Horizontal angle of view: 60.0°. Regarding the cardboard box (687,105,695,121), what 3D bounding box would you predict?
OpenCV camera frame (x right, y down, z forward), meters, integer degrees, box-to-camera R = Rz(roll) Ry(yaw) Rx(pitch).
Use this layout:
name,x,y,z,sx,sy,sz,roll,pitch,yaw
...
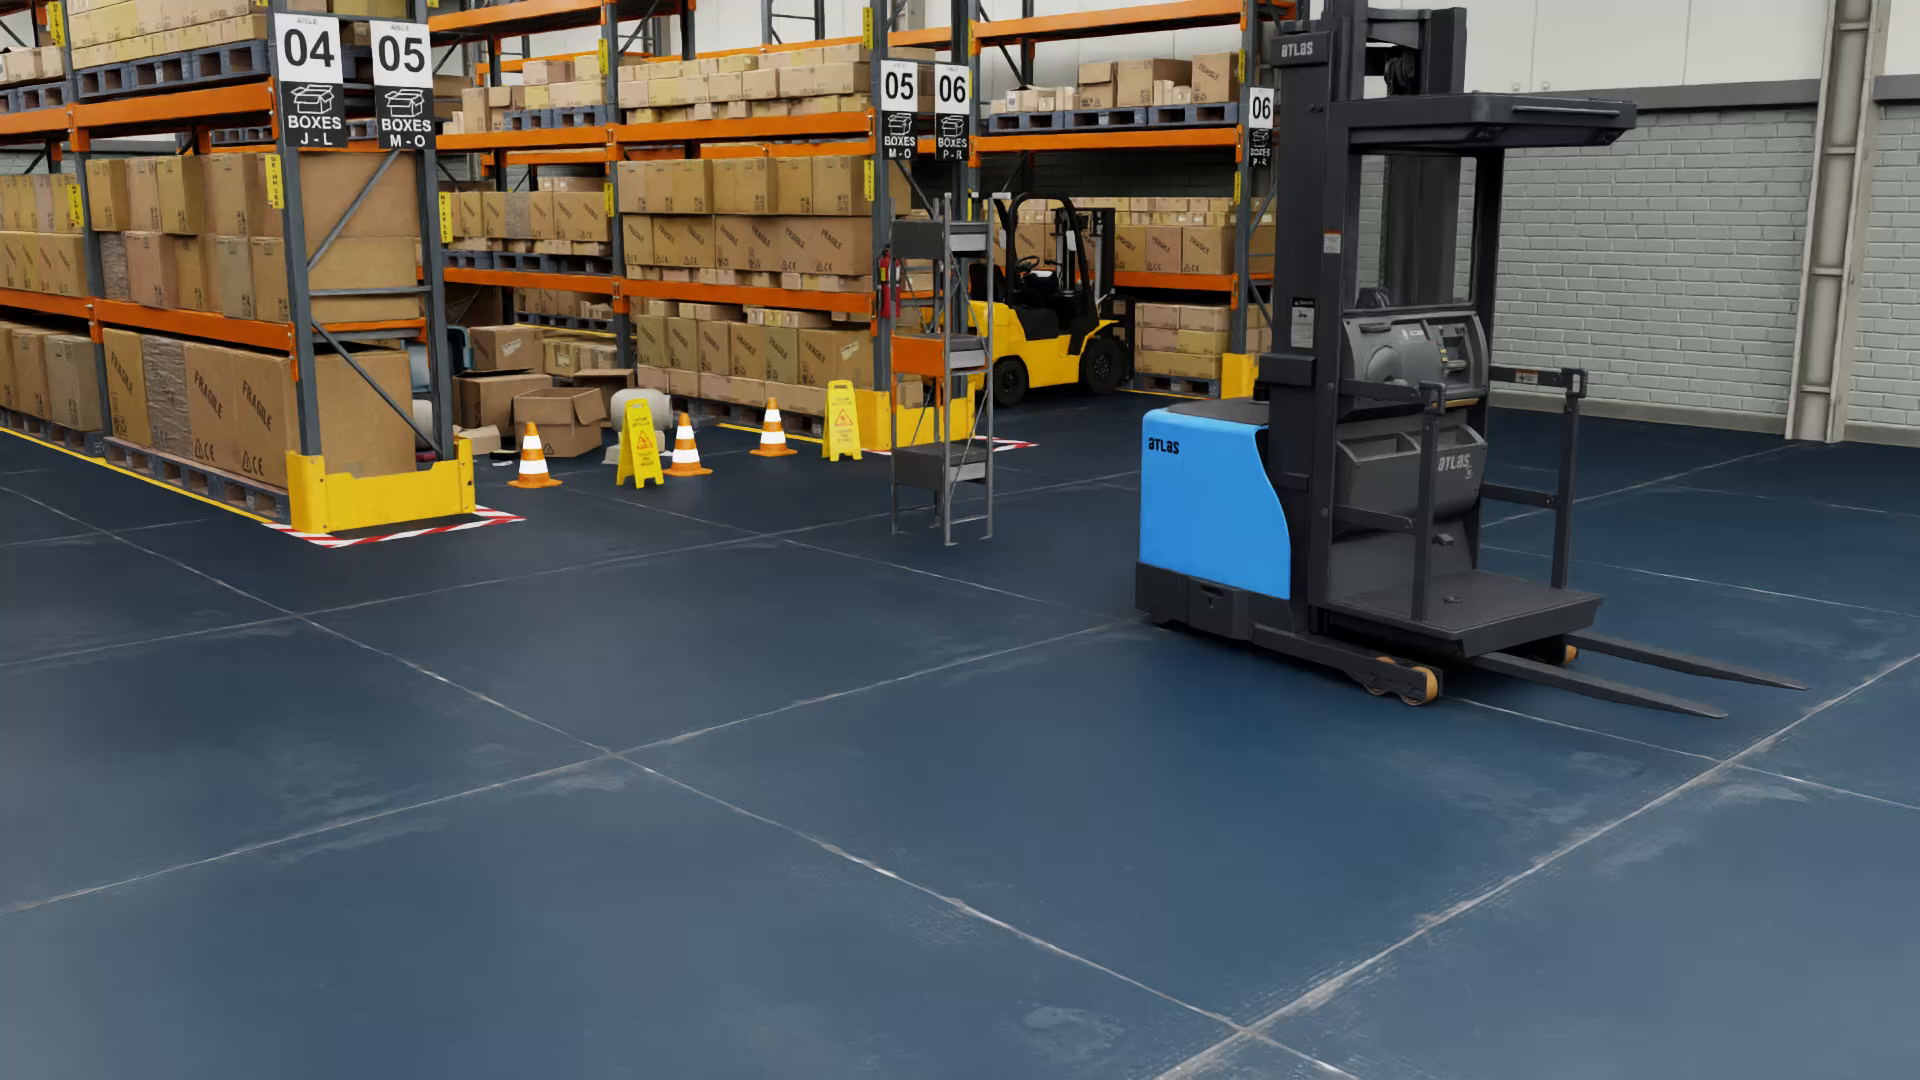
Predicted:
name,x,y,z,sx,sy,sz,roll,pitch,yaw
cardboard box,-2.344,-4.017,15.666,0.250,0.149,0.380,11,16,43

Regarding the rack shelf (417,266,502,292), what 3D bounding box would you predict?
name,x,y,z,sx,sy,sz,roll,pitch,yaw
rack shelf,-7.238,-3.424,21.378,1.077,0.370,4.000,-11,16,-43

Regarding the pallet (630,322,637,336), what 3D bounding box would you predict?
name,x,y,z,sx,sy,sz,roll,pitch,yaw
pallet,-4.442,-3.281,25.813,1.003,0.211,1.213,-11,16,-43

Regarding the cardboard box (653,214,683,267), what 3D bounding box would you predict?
name,x,y,z,sx,sy,sz,roll,pitch,yaw
cardboard box,-2.628,-2.922,16.175,0.500,0.500,0.500,-11,16,-43

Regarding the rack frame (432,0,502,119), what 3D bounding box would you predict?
name,x,y,z,sx,sy,sz,roll,pitch,yaw
rack frame,-5.857,-6.422,19.283,1.000,3.000,0.127,-11,16,-43

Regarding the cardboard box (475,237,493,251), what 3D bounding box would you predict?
name,x,y,z,sx,sy,sz,roll,pitch,yaw
cardboard box,-5.265,-3.358,18.859,0.380,0.149,0.250,-11,16,-42

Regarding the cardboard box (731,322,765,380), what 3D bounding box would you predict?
name,x,y,z,sx,sy,sz,roll,pitch,yaw
cardboard box,-1.780,-1.774,15.502,0.500,0.500,0.500,11,16,44

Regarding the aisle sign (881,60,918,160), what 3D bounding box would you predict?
name,x,y,z,sx,sy,sz,roll,pitch,yaw
aisle sign,-0.499,-3.540,13.719,0.394,0.787,0.004,-11,16,-43

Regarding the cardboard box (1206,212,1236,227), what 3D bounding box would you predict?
name,x,y,z,sx,sy,sz,roll,pitch,yaw
cardboard box,2.813,-3.387,17.562,0.380,0.149,0.250,-11,16,-42

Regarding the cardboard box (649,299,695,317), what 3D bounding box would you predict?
name,x,y,z,sx,sy,sz,roll,pitch,yaw
cardboard box,-2.839,-2.294,16.419,0.380,0.149,0.250,-11,16,-42

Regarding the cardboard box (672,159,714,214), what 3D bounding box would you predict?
name,x,y,z,sx,sy,sz,roll,pitch,yaw
cardboard box,-2.283,-3.336,15.705,0.700,0.500,0.500,-11,16,-44

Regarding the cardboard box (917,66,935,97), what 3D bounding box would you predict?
name,x,y,z,sx,sy,sz,roll,pitch,yaw
cardboard box,-0.486,-3.968,14.440,0.500,0.250,0.500,-11,16,-44

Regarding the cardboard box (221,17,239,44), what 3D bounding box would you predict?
name,x,y,z,sx,sy,sz,roll,pitch,yaw
cardboard box,-4.490,-3.251,10.657,0.380,0.149,0.250,-11,16,-42

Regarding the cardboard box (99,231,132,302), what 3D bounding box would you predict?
name,x,y,z,sx,sy,sz,roll,pitch,yaw
cardboard box,-6.341,-2.217,13.367,0.875,0.550,0.550,-11,16,-43

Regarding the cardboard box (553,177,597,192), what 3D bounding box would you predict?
name,x,y,z,sx,sy,sz,roll,pitch,yaw
cardboard box,-4.062,-3.753,17.561,0.250,0.149,0.380,11,16,43

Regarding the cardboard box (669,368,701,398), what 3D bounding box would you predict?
name,x,y,z,sx,sy,sz,roll,pitch,yaw
cardboard box,-2.505,-1.559,16.319,0.500,0.250,0.500,-10,15,-39

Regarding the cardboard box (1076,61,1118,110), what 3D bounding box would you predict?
name,x,y,z,sx,sy,sz,roll,pitch,yaw
cardboard box,1.762,-5.068,18.598,0.797,0.503,0.637,-10,15,-41

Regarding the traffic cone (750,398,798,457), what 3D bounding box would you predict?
name,x,y,z,sx,sy,sz,roll,pitch,yaw
traffic cone,-1.562,-0.957,13.910,0.336,0.463,0.334,-11,16,-43

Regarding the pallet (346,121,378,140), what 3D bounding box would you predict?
name,x,y,z,sx,sy,sz,roll,pitch,yaw
pallet,-7.114,-5.110,20.815,1.003,0.211,1.213,-10,15,-40

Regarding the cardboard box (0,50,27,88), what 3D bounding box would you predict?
name,x,y,z,sx,sy,sz,roll,pitch,yaw
cardboard box,-8.326,-4.175,14.743,0.500,0.311,0.500,-11,16,-44

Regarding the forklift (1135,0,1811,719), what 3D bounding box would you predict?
name,x,y,z,sx,sy,sz,roll,pitch,yaw
forklift,2.168,-0.848,7.263,1.130,2.935,3.031,-9,14,-36

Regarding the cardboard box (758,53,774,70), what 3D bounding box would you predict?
name,x,y,z,sx,sy,sz,roll,pitch,yaw
cardboard box,-1.582,-4.262,14.876,0.250,0.149,0.380,11,16,44

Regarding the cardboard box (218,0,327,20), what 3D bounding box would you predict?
name,x,y,z,sx,sy,sz,roll,pitch,yaw
cardboard box,-4.382,-3.440,10.590,0.500,0.250,0.500,-11,16,-42

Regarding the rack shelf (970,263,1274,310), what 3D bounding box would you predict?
name,x,y,z,sx,sy,sz,roll,pitch,yaw
rack shelf,1.874,-2.948,19.071,1.077,0.370,4.000,-11,16,-43

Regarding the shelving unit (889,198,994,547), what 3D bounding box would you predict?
name,x,y,z,sx,sy,sz,roll,pitch,yaw
shelving unit,-0.114,-1.053,10.317,0.431,2.100,0.503,-11,16,-43

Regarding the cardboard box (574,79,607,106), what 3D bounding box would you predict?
name,x,y,z,sx,sy,sz,roll,pitch,yaw
cardboard box,-3.602,-4.567,17.041,0.500,0.250,0.500,-11,16,-44

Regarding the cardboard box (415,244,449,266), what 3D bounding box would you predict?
name,x,y,z,sx,sy,sz,roll,pitch,yaw
cardboard box,-6.394,-3.448,20.086,0.500,0.250,0.500,11,16,43

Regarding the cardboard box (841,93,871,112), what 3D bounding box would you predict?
name,x,y,z,sx,sy,sz,roll,pitch,yaw
cardboard box,-0.781,-3.676,14.008,0.380,0.149,0.250,-11,16,-42

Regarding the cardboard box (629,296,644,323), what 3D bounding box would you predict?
name,x,y,z,sx,sy,sz,roll,pitch,yaw
cardboard box,-4.860,-3.639,25.797,0.500,0.500,0.500,-10,15,-40

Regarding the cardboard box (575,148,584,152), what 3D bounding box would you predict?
name,x,y,z,sx,sy,sz,roll,pitch,yaw
cardboard box,-5.839,-6.194,26.231,0.380,0.149,0.250,-10,15,-41

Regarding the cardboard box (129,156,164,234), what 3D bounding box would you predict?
name,x,y,z,sx,sy,sz,roll,pitch,yaw
cardboard box,-5.637,-2.577,12.440,0.875,0.550,0.550,-11,16,-43

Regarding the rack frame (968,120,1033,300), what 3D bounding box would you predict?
name,x,y,z,sx,sy,sz,roll,pitch,yaw
rack frame,0.493,-3.592,20.415,1.000,3.000,0.127,-11,16,-43

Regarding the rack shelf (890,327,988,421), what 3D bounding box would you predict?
name,x,y,z,sx,sy,sz,roll,pitch,yaw
rack shelf,-0.114,-1.039,10.320,0.431,0.518,0.480,-11,16,-43

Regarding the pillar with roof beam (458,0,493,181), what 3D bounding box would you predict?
name,x,y,z,sx,sy,sz,roll,pitch,yaw
pillar with roof beam,-12.118,-8.201,27.918,9.100,9.000,0.400,-11,16,-43

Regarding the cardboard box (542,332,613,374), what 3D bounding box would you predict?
name,x,y,z,sx,sy,sz,roll,pitch,yaw
cardboard box,-4.439,-2.101,18.646,0.950,0.372,0.625,-10,15,-41

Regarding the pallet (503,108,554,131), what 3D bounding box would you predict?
name,x,y,z,sx,sy,sz,roll,pitch,yaw
pallet,-4.162,-4.533,18.013,1.213,0.211,1.003,-11,16,-43

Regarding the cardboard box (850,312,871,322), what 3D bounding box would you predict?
name,x,y,z,sx,sy,sz,roll,pitch,yaw
cardboard box,-0.926,-2.933,22.060,0.625,0.625,0.875,11,16,43

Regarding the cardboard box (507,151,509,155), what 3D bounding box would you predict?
name,x,y,z,sx,sy,sz,roll,pitch,yaw
cardboard box,-7.377,-6.537,27.894,0.380,0.149,0.250,-11,16,-42

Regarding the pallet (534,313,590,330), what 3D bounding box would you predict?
name,x,y,z,sx,sy,sz,roll,pitch,yaw
pallet,-6.352,-3.673,27.715,1.003,0.211,1.213,-11,16,-43

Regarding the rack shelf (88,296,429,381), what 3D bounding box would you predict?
name,x,y,z,sx,sy,sz,roll,pitch,yaw
rack shelf,-5.223,-1.551,12.291,1.077,0.370,4.000,-11,16,-43

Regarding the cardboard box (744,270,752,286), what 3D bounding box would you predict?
name,x,y,z,sx,sy,sz,roll,pitch,yaw
cardboard box,-1.786,-2.444,15.463,0.380,0.149,0.250,-11,16,-43

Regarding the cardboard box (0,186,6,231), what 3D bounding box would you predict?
name,x,y,z,sx,sy,sz,roll,pitch,yaw
cardboard box,-8.714,-3.178,15.676,0.700,0.500,0.500,-11,16,-43

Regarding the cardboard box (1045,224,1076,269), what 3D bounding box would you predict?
name,x,y,z,sx,sy,sz,roll,pitch,yaw
cardboard box,1.333,-3.393,19.198,0.500,0.500,0.500,-11,16,-43

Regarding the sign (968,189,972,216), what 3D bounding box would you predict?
name,x,y,z,sx,sy,sz,roll,pitch,yaw
sign,0.107,-4.044,19.932,0.100,0.325,0.005,-11,16,-43

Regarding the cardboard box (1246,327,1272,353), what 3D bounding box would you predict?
name,x,y,z,sx,sy,sz,roll,pitch,yaw
cardboard box,3.081,-2.210,18.240,0.500,0.250,0.500,-11,16,-42

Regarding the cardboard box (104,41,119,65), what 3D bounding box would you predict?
name,x,y,z,sx,sy,sz,roll,pitch,yaw
cardboard box,-6.075,-3.585,12.280,0.380,0.149,0.250,-11,16,-43

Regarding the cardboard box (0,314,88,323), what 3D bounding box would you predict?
name,x,y,z,sx,sy,sz,roll,pitch,yaw
cardboard box,-9.011,-1.782,16.161,1.050,0.750,0.750,-11,16,-43

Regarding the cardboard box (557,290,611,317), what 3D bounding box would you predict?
name,x,y,z,sx,sy,sz,roll,pitch,yaw
cardboard box,-6.161,-3.941,27.261,0.500,0.500,0.700,11,16,43

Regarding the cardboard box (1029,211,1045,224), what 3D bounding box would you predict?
name,x,y,z,sx,sy,sz,roll,pitch,yaw
cardboard box,1.020,-3.758,19.363,0.380,0.149,0.250,-10,16,-41

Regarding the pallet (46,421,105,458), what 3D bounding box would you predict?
name,x,y,z,sx,sy,sz,roll,pitch,yaw
pallet,-7.192,-0.932,14.412,1.003,0.211,1.213,-11,16,-43

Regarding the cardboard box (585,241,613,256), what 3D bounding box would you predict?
name,x,y,z,sx,sy,sz,roll,pitch,yaw
cardboard box,-3.649,-3.020,17.216,0.380,0.149,0.250,-11,16,-42

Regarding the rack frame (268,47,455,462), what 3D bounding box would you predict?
name,x,y,z,sx,sy,sz,roll,pitch,yaw
rack frame,-3.842,-1.612,10.802,1.000,3.000,0.127,-11,16,-43

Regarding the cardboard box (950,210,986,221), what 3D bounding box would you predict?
name,x,y,z,sx,sy,sz,roll,pitch,yaw
cardboard box,0.097,-3.978,20.431,0.380,0.149,0.250,-10,15,-41

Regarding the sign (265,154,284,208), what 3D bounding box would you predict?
name,x,y,z,sx,sy,sz,roll,pitch,yaw
sign,-4.244,-2.221,10.304,0.100,0.325,0.005,-11,16,-43

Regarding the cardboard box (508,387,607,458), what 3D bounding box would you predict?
name,x,y,z,sx,sy,sz,roll,pitch,yaw
cardboard box,-3.376,-0.997,14.005,0.637,0.503,0.797,1,12,6

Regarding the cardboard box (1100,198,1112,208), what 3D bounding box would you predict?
name,x,y,z,sx,sy,sz,roll,pitch,yaw
cardboard box,1.792,-3.767,18.670,0.380,0.149,0.250,-11,16,-42
